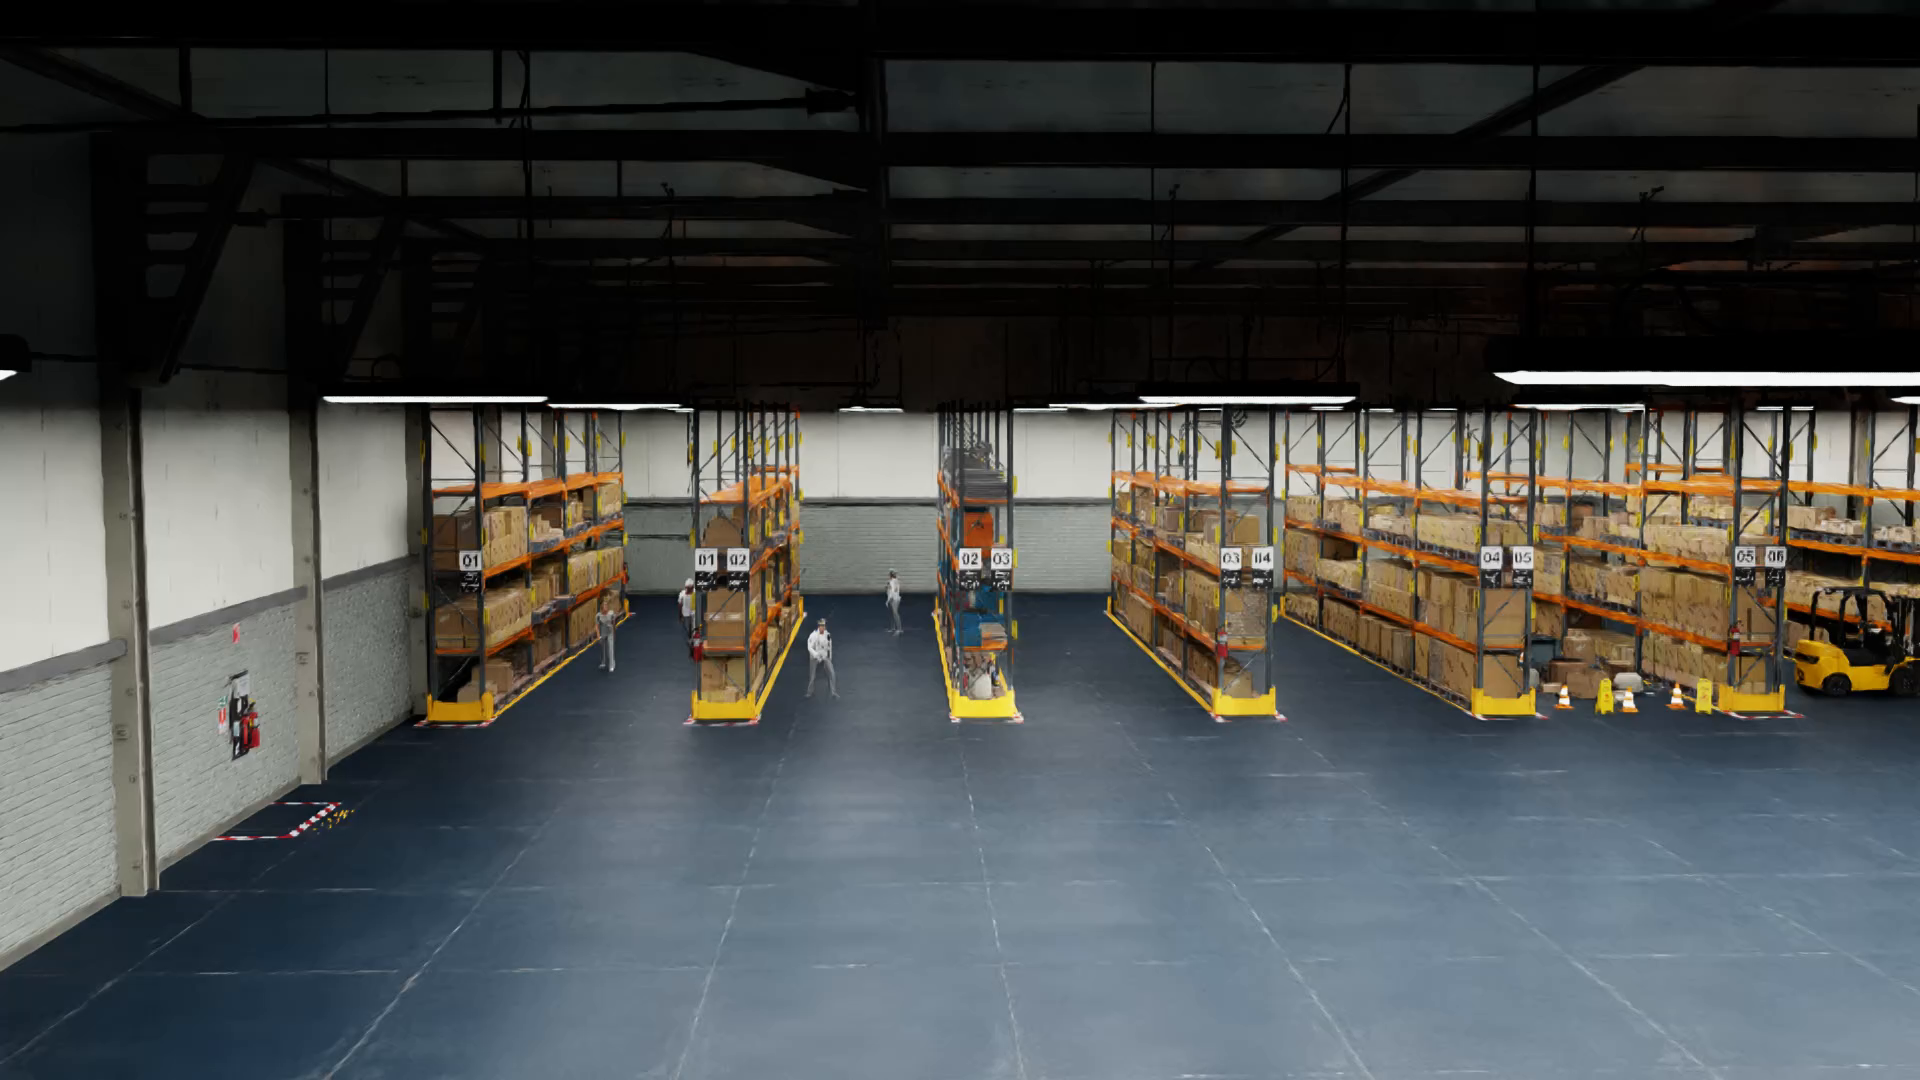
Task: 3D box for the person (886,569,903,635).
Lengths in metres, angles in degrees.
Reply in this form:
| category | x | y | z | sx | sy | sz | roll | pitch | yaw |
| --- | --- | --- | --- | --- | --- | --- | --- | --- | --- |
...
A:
| category | x | y | z | sx | sy | sz | roll | pitch | yaw |
| --- | --- | --- | --- | --- | --- | --- | --- | --- | --- |
| person | -1.703 | 1.607 | 43.306 | 0.494 | 1.693 | 0.541 | 1 | 5 | 16 |

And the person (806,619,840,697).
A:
| category | x | y | z | sx | sy | sz | roll | pitch | yaw |
| --- | --- | --- | --- | --- | --- | --- | --- | --- | --- |
| person | -2.807 | 2.371 | 33.468 | 0.632 | 1.620 | 0.754 | -2 | 5 | -23 |

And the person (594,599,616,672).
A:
| category | x | y | z | sx | sy | sz | roll | pitch | yaw |
| --- | --- | --- | --- | --- | --- | --- | --- | --- | --- |
| person | -7.883 | 2.158 | 36.972 | 0.466 | 1.479 | 1.081 | -1 | 4 | -11 |

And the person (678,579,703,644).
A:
| category | x | y | z | sx | sy | sz | roll | pitch | yaw |
| --- | --- | --- | --- | --- | --- | --- | --- | --- | --- |
| person | -6.604 | 1.785 | 40.644 | 0.577 | 1.687 | 1.121 | 0 | 4 | 0 |
